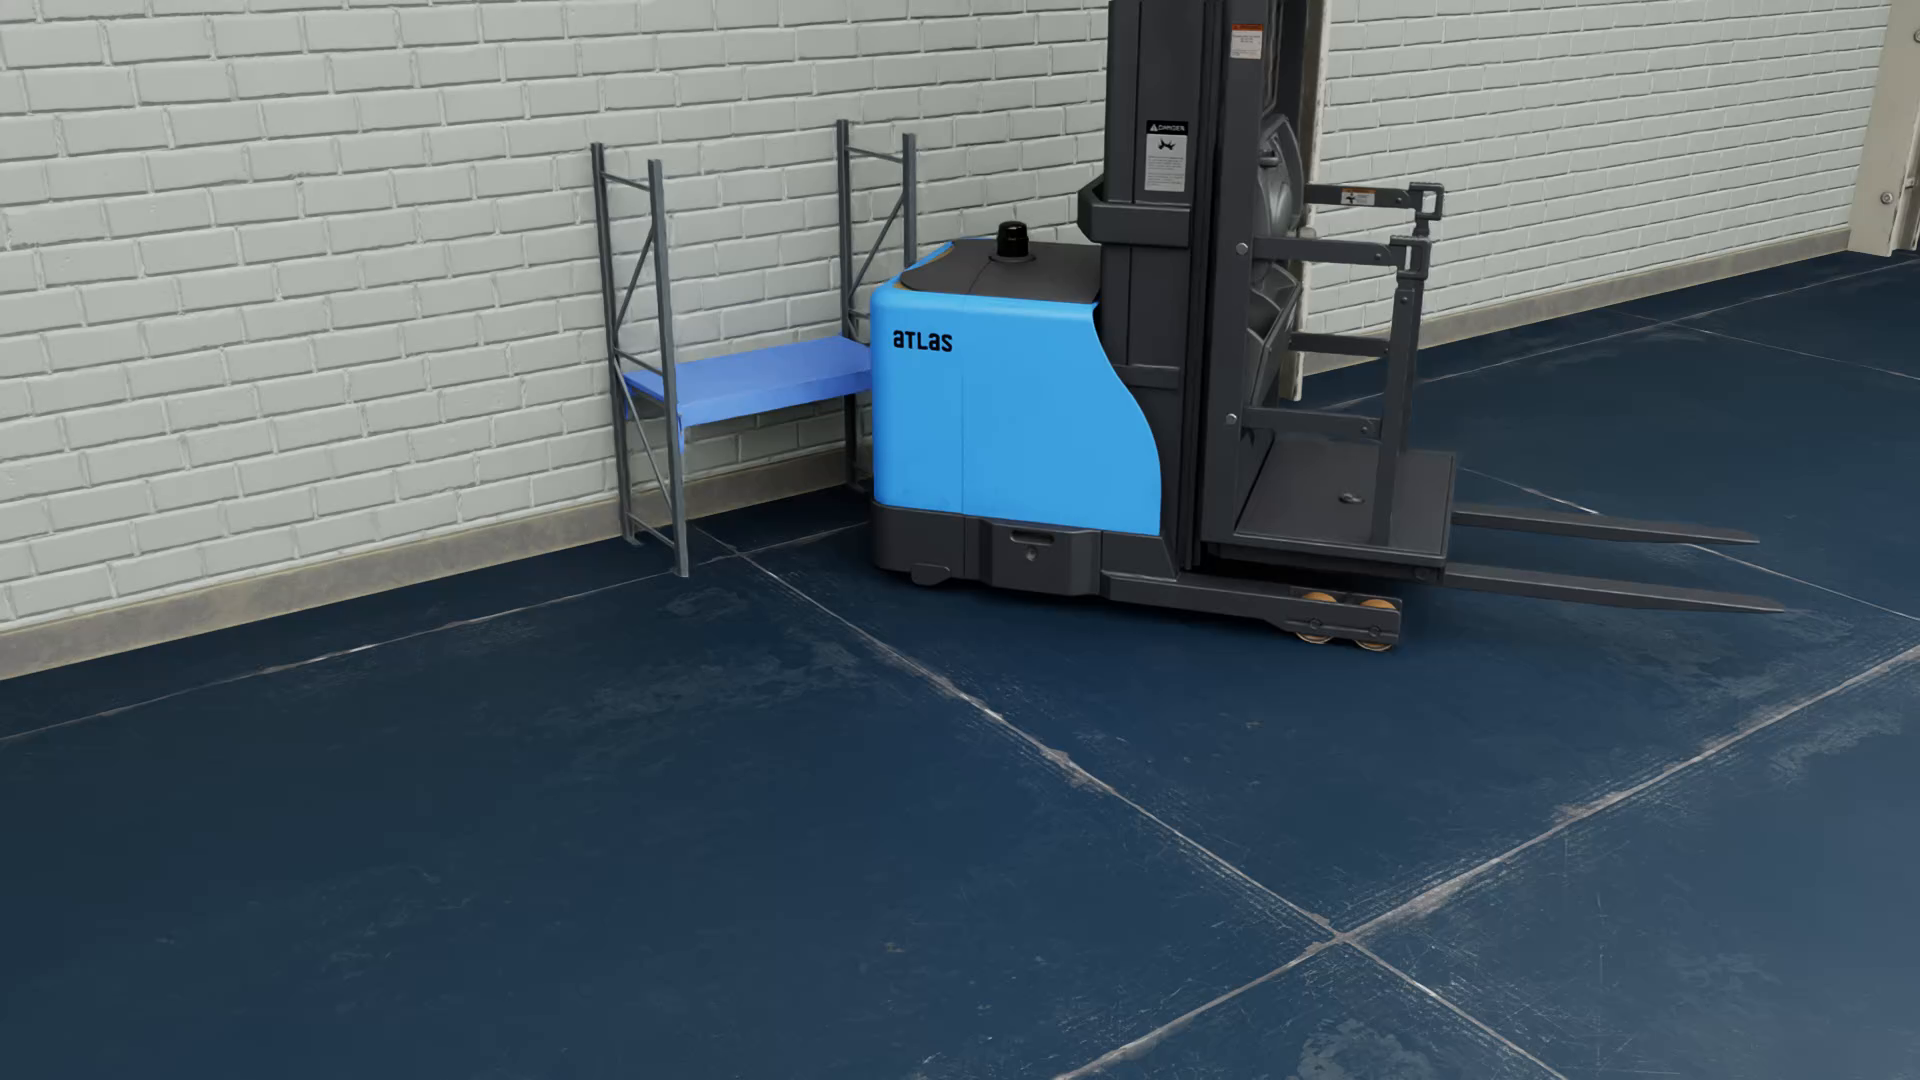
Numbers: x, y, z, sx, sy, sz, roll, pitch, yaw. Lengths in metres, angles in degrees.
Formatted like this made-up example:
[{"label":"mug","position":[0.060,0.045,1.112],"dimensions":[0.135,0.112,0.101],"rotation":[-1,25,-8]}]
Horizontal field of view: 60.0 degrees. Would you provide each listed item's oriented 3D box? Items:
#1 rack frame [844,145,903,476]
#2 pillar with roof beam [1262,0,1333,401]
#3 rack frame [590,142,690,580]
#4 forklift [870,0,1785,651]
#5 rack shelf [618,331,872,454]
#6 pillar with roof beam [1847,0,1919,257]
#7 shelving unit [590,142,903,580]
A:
[{"label":"rack frame","position":[-0.319,-0.852,6.504],"dimensions":[0.013,1.308,0.475],"rotation":[-15,26,-33]},{"label":"pillar with roof beam","position":[3.934,-3.575,3.213],"dimensions":[0.400,9.000,9.100],"rotation":[-15,26,-33]},{"label":"rack frame","position":[-1.143,-0.630,5.951],"dimensions":[0.032,1.500,0.500],"rotation":[-15,26,-33]},{"label":"forklift","position":[1.253,-1.216,5.489],"dimensions":[3.031,2.935,1.130],"rotation":[7,23,16]},{"label":"rack shelf","position":[-0.730,-0.574,6.294],"dimensions":[1.000,0.185,0.538],"rotation":[-15,26,-33]},{"label":"pillar with roof beam","position":[8.805,-4.874,6.468],"dimensions":[0.400,9.000,9.100],"rotation":[-15,26,-33]},{"label":"shelving unit","position":[-0.734,-0.740,6.224],"dimensions":[1.039,1.500,0.538],"rotation":[-15,26,-33]}]
